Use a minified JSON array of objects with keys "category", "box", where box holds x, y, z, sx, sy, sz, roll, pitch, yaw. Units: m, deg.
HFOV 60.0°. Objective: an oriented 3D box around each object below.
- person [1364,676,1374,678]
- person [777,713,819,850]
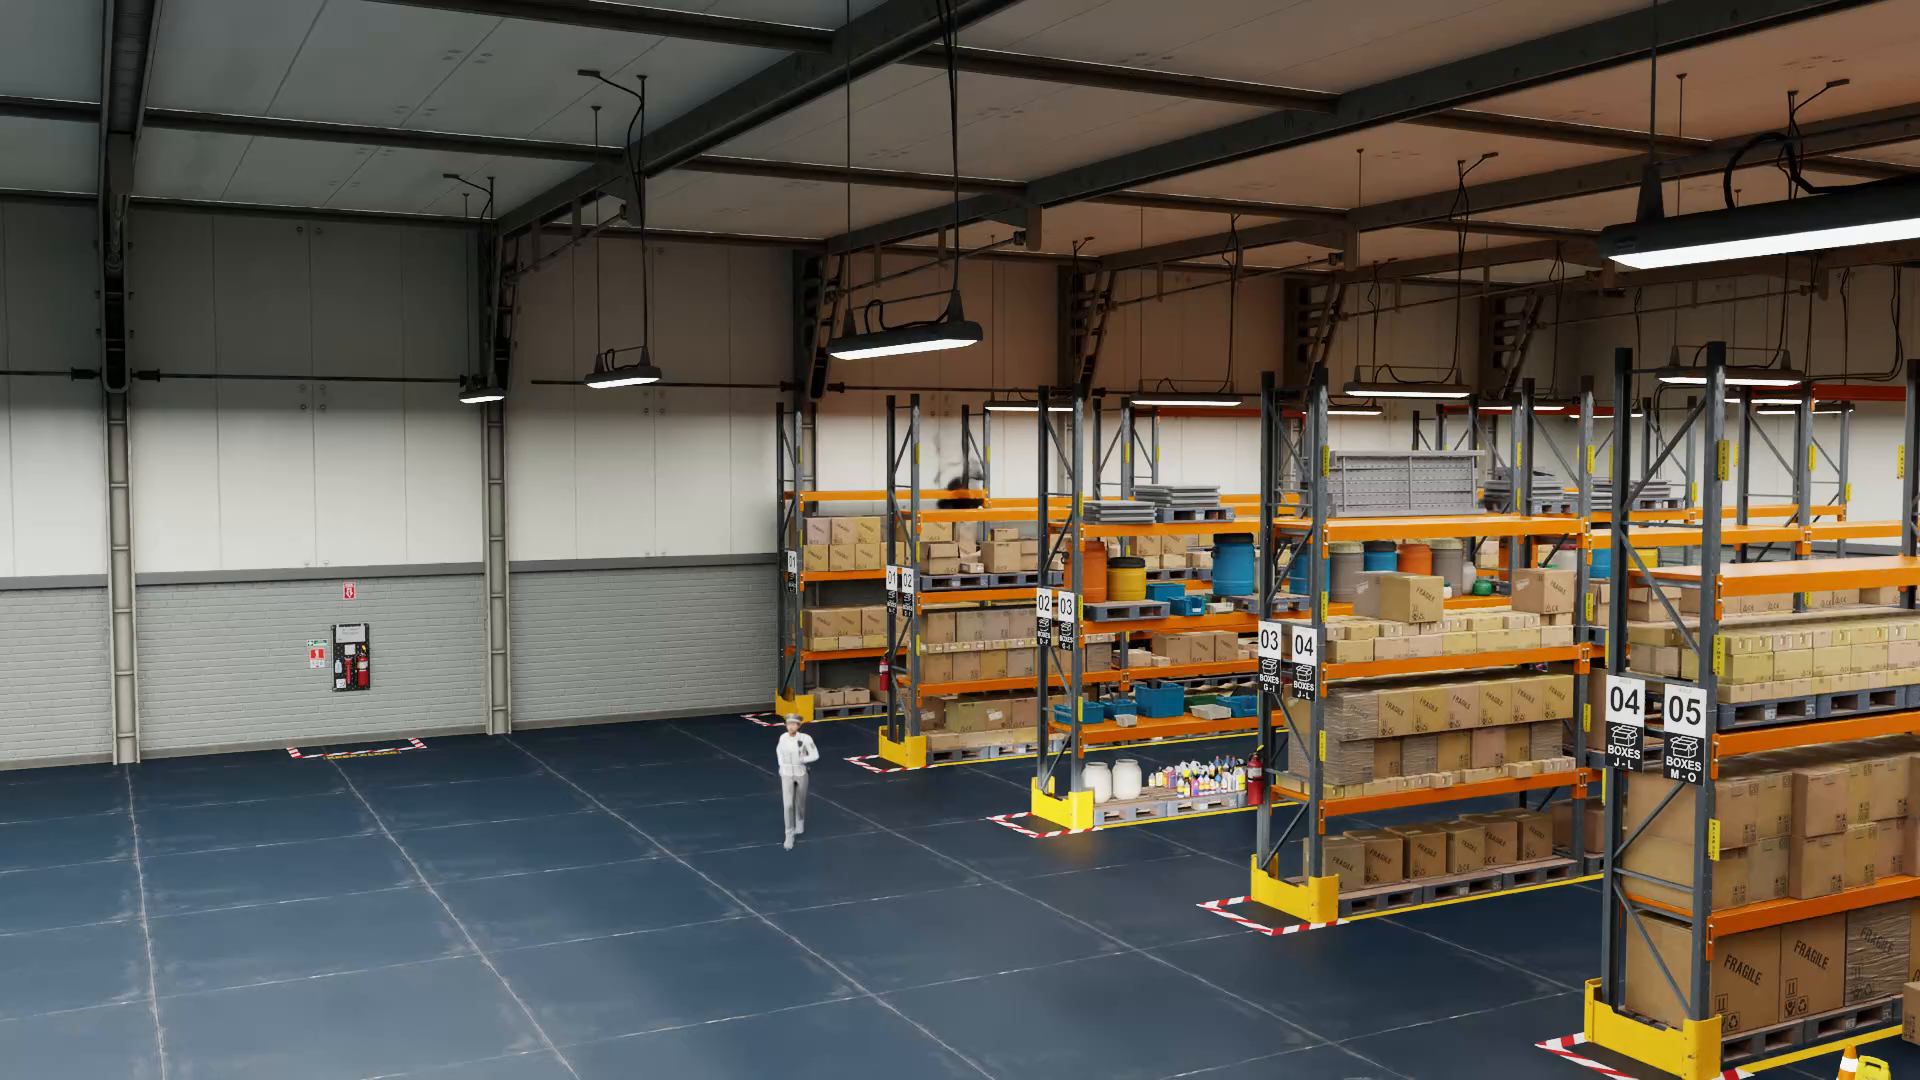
[{"category":"person","box":[7.074,2.718,28.246,0.911,1.669,0.569,-2,4,-35]},{"category":"person","box":[-2.121,3.092,21.649,0.596,1.723,0.867,0,3,4]}]
